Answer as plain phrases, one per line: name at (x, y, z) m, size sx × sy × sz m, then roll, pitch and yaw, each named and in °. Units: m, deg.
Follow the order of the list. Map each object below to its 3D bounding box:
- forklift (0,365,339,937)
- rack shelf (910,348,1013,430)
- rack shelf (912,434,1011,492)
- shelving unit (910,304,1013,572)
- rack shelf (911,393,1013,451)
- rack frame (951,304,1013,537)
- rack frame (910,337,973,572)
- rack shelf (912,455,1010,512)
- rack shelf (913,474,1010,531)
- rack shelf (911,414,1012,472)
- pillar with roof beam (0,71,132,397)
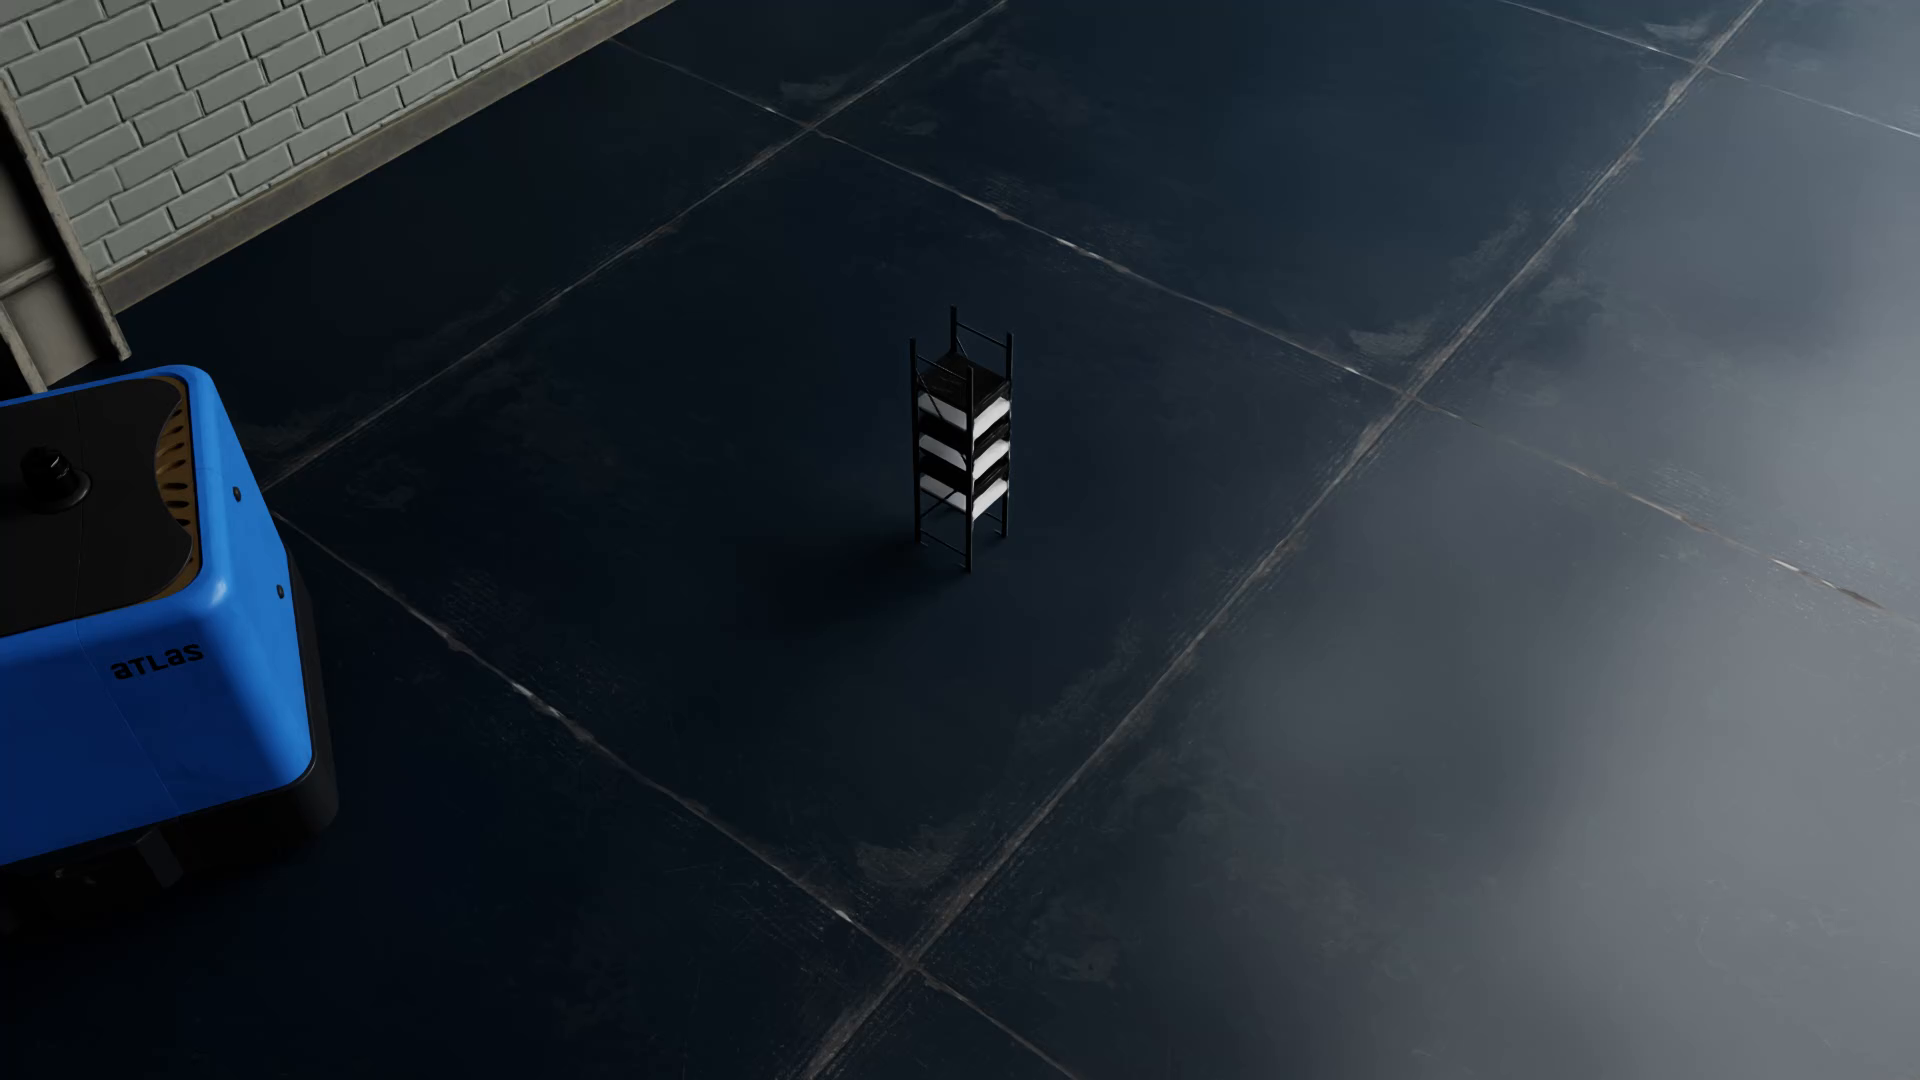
forklift at (-3.401, -0.093, 3.812) m, size 3.031 × 2.935 × 1.130 m, roll -15°, pitch 48°, yaw -14°
rack shelf at (0.005, -0.479, 5.258) m, size 0.258 × 0.077 × 0.200 m, roll 29°, pitch 53°, yaw 25°
rack shelf at (0.005, -0.292, 5.453) m, size 0.258 × 0.077 × 0.200 m, roll 29°, pitch 53°, yaw 25°
shelving unit at (0.005, -0.315, 5.429) m, size 0.258 × 0.900 × 0.210 m, roll 29°, pitch 53°, yaw 25°
rack shelf at (0.005, -0.417, 5.323) m, size 0.258 × 0.077 × 0.200 m, roll 29°, pitch 53°, yaw 25°
rack frame at (0.067, -0.374, 5.485) m, size 0.240 × 0.900 × 0.006 m, roll 29°, pitch 53°, yaw 25°
rack frame at (-0.057, -0.257, 5.373) m, size 0.240 × 0.900 × 0.006 m, roll 29°, pitch 53°, yaw 25°
rack shelf at (0.005, -0.230, 5.518) m, size 0.258 × 0.077 × 0.200 m, roll 29°, pitch 53°, yaw 25°
rack shelf at (0.005, -0.168, 5.583) m, size 0.258 × 0.077 × 0.200 m, roll 29°, pitch 53°, yaw 25°
rack shelf at (0.005, -0.355, 5.388) m, size 0.258 × 0.077 × 0.200 m, roll 29°, pitch 53°, yaw 25°
pillar with roof beam at (-0.037, -1.877, 1.320) m, size 9.100 × 9.000 × 0.400 m, roll 29°, pitch 53°, yaw 25°
